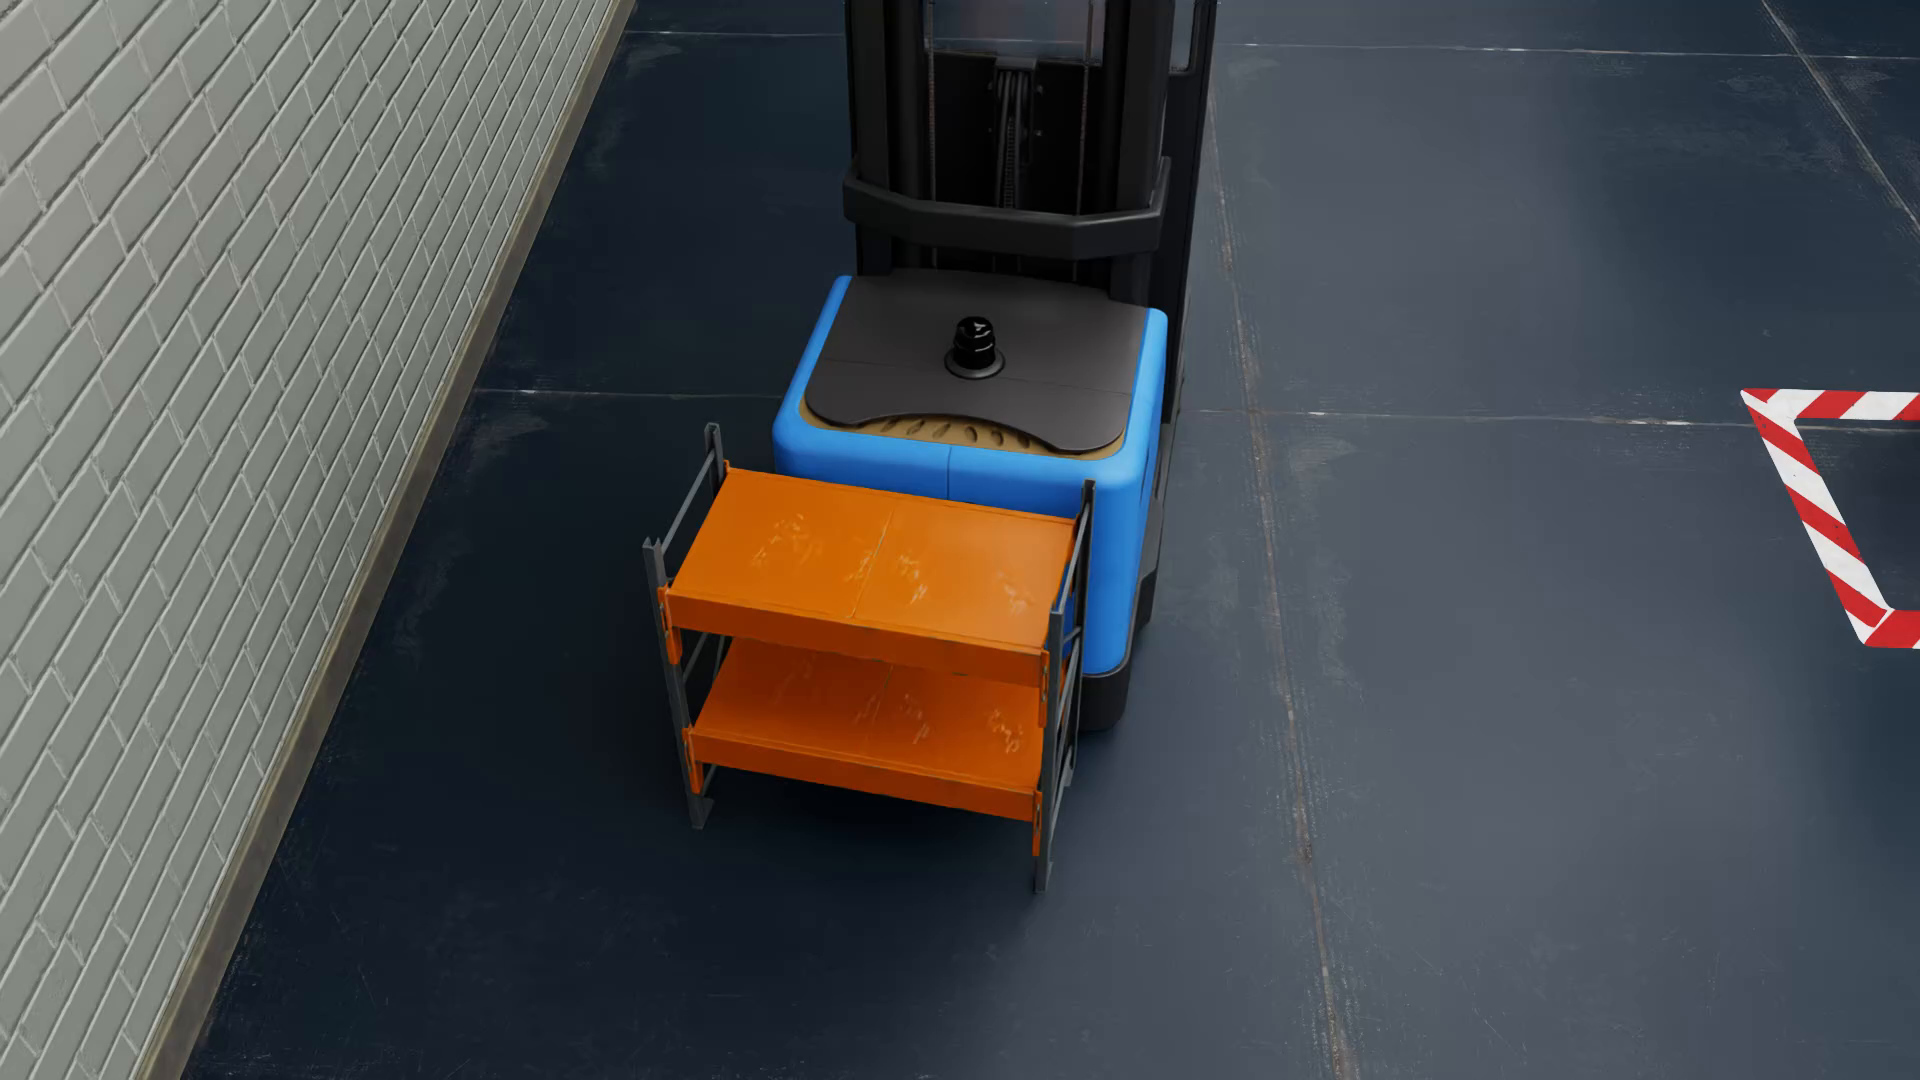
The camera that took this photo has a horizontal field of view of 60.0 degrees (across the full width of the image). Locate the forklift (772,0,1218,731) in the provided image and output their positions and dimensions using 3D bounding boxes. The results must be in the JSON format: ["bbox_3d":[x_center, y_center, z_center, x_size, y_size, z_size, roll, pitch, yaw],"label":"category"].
[{"bbox_3d":[0.248,-1.511,5.222,1.130,2.935,3.031,7,43,8],"label":"forklift"}]

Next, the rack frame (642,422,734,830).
[{"bbox_3d":[-0.711,0.265,4.640,0.032,1.125,0.500,9,44,9],"label":"rack frame"}]

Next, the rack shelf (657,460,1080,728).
[{"bbox_3d":[-0.215,0.128,4.358,1.000,0.278,0.538,9,44,9],"label":"rack shelf"}]

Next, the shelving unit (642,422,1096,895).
[{"bbox_3d":[-0.215,0.342,4.557,1.048,1.125,0.538,9,44,9],"label":"shelving unit"}]

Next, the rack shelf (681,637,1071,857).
[{"bbox_3d":[-0.215,0.521,4.724,1.000,0.278,0.538,9,44,9],"label":"rack shelf"}]

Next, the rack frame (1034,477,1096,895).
[{"bbox_3d":[0.280,0.419,4.475,0.032,1.125,0.500,9,44,9],"label":"rack frame"}]
